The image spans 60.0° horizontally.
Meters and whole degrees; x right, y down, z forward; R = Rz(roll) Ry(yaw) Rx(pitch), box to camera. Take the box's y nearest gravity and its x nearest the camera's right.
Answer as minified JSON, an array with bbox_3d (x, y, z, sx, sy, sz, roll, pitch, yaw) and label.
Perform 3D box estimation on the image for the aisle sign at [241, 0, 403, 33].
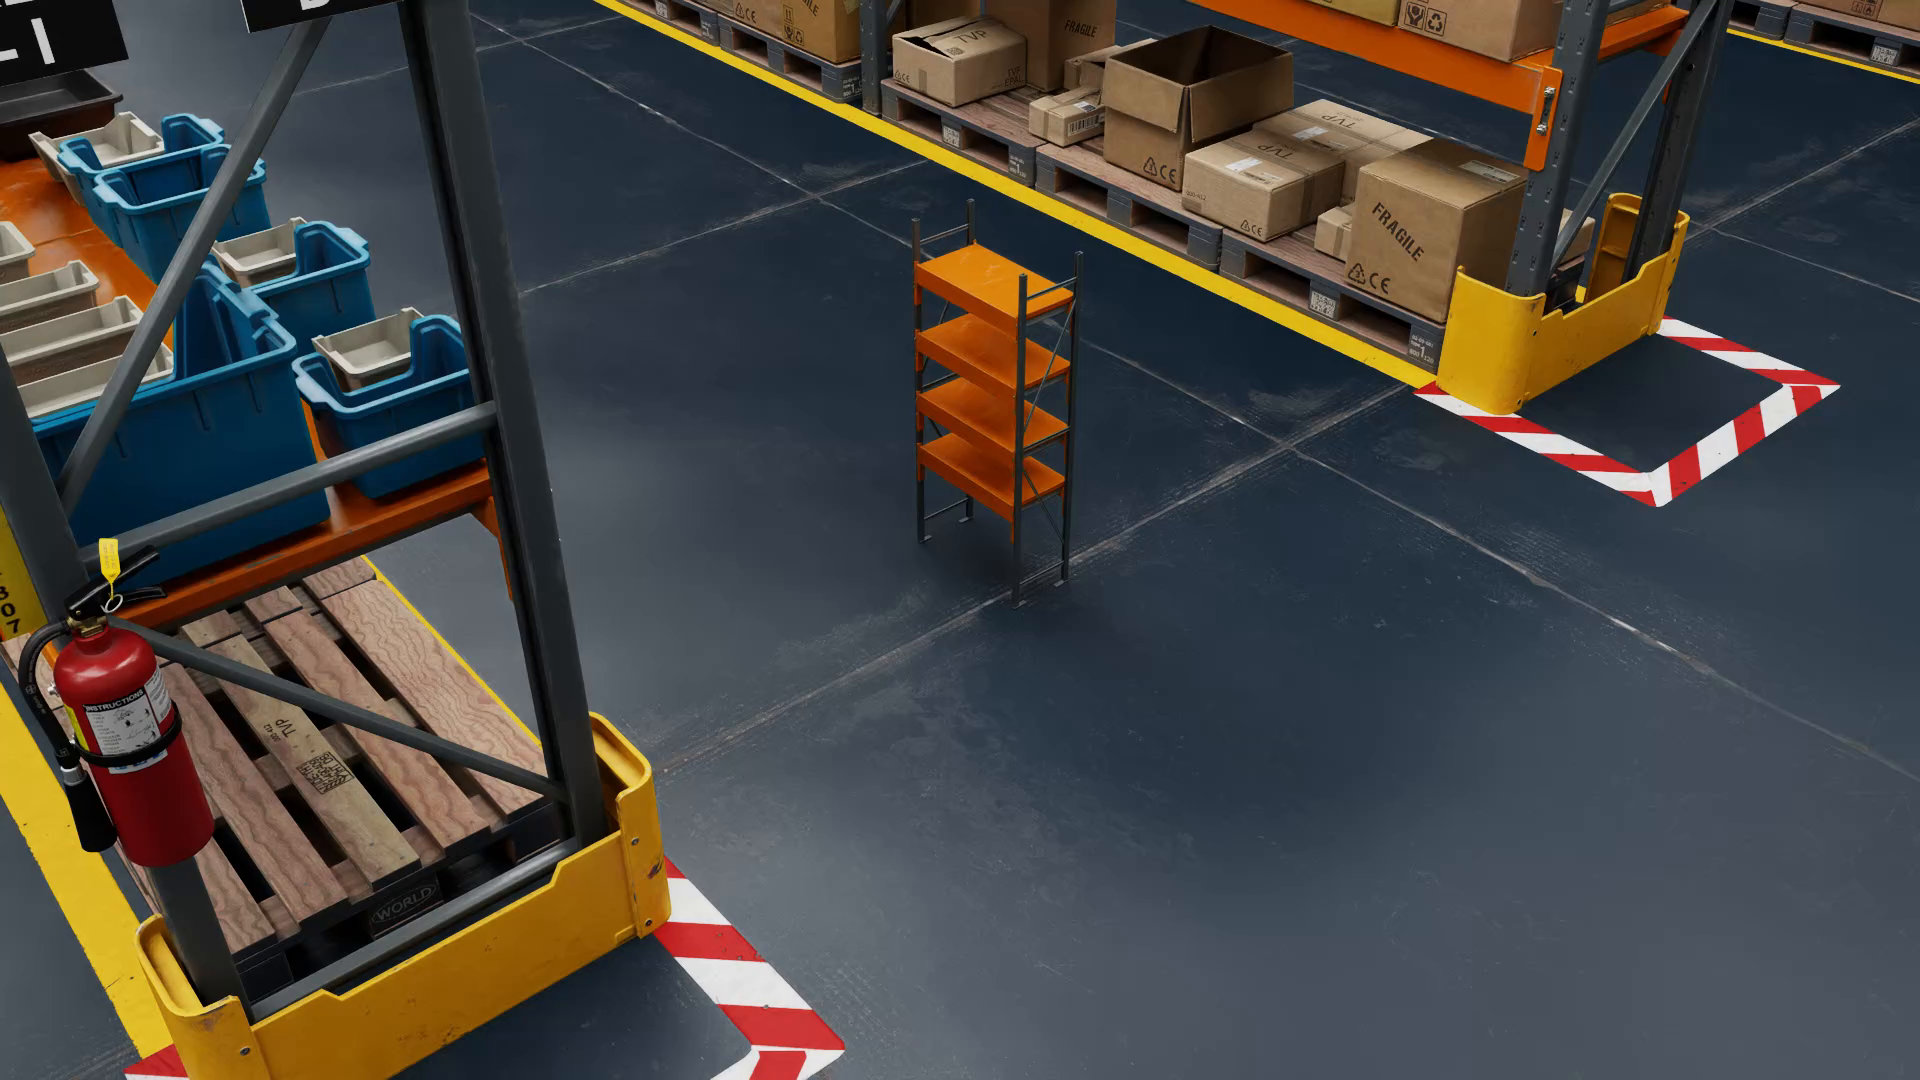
[{"bbox_3d":[-1.040,-1.244,2.662,0.394,0.787,0.004,-26,43,-32],"label":"aisle sign"}]

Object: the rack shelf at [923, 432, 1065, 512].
[{"bbox_3d":[0.107,-0.232,5.431,0.221,0.050,0.457,-26,43,-32],"label":"rack shelf"}]

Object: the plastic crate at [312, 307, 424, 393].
[{"bbox_3d":[-1.365,-0.425,3.931,0.250,0.136,0.298,-26,43,-32],"label":"plastic crate"}]

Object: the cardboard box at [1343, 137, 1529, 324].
[{"bbox_3d":[1.933,-1.257,6.712,0.500,0.500,0.500,-26,43,-32],"label":"cardboard box"}]

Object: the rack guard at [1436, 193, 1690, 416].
[{"bbox_3d":[2.423,-0.963,6.678,1.175,0.500,0.348,-26,43,-32],"label":"rack guard"}]

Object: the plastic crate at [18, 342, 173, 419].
[{"bbox_3d":[-1.978,-0.313,3.773,0.396,0.136,0.243,-26,43,-32],"label":"plastic crate"}]

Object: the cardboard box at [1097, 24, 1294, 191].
[{"bbox_3d":[1.108,-2.049,7.827,0.797,0.503,0.637,-26,43,-32],"label":"cardboard box"}]

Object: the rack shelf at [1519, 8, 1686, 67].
[{"bbox_3d":[1.182,-2.648,7.285,0.919,0.052,3.809,-26,43,-32],"label":"rack shelf"}]

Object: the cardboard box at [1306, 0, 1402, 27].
[{"bbox_3d":[1.638,-2.315,6.336,0.500,0.500,0.500,-26,43,-31],"label":"cardboard box"}]

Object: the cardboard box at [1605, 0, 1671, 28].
[{"bbox_3d":[2.388,-2.285,6.294,0.500,0.500,0.500,-25,42,-31],"label":"cardboard box"}]

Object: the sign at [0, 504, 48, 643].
[{"bbox_3d":[-1.724,0.042,2.955,0.100,0.325,0.005,-26,43,-32],"label":"sign"}]

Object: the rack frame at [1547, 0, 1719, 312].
[{"bbox_3d":[2.475,-1.951,5.910,0.949,2.616,0.053,-26,43,-32],"label":"rack frame"}]

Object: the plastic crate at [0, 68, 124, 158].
[{"bbox_3d":[-2.968,-1.388,5.301,0.437,0.125,0.590,-26,43,-32],"label":"plastic crate"}]

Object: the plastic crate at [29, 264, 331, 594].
[{"bbox_3d":[-1.673,-0.221,3.384,0.616,0.435,0.499,-26,43,-32],"label":"plastic crate"}]

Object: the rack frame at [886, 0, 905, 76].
[{"bbox_3d":[-0.106,-3.717,8.403,0.949,2.616,0.053,-26,43,-32],"label":"rack frame"}]

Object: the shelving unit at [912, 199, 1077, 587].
[{"bbox_3d":[0.105,-0.418,5.301,0.258,1.200,0.499,-26,43,-32],"label":"shelving unit"}]

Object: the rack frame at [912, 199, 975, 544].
[{"bbox_3d":[-0.051,-0.524,5.452,0.240,1.200,0.015,-26,43,-32],"label":"rack frame"}]

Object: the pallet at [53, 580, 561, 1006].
[{"bbox_3d":[-1.816,0.655,4.642,1.003,0.211,1.213,-26,43,-32],"label":"pallet"}]

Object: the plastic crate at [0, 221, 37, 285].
[{"bbox_3d":[-2.558,-0.684,4.297,0.298,0.136,0.250,-26,43,-32],"label":"plastic crate"}]

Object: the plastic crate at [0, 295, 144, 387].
[{"bbox_3d":[-2.154,-0.447,3.962,0.396,0.136,0.243,-26,43,-32],"label":"plastic crate"}]

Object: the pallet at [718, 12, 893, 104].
[{"bbox_3d":[-0.663,-2.923,9.694,1.003,0.211,1.213,-26,43,-32],"label":"pallet"}]

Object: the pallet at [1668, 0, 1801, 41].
[{"bbox_3d":[4.895,-3.523,10.542,1.003,0.211,1.213,-26,43,-32],"label":"pallet"}]

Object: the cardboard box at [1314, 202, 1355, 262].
[{"bbox_3d":[1.741,-1.334,7.109,0.380,0.166,0.250,-26,43,-32],"label":"cardboard box"}]

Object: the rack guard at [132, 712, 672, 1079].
[{"bbox_3d":[-1.288,0.922,4.016,1.175,0.500,0.348,-26,43,-32],"label":"rack guard"}]

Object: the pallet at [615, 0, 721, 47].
[{"bbox_3d":[-1.454,-3.462,10.455,1.003,0.211,1.213,-26,43,-32],"label":"pallet"}]

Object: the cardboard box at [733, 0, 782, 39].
[{"bbox_3d":[-0.959,-3.208,9.466,0.500,0.500,0.500,-26,43,-32],"label":"cardboard box"}]

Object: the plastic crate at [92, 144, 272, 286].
[{"bbox_3d":[-2.071,-0.873,4.481,0.416,0.233,0.300,-26,43,-32],"label":"plastic crate"}]

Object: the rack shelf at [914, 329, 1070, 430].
[{"bbox_3d":[0.107,-0.544,5.210,0.258,0.148,0.480,-26,43,-32],"label":"rack shelf"}]

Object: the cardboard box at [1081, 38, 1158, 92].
[{"bbox_3d":[0.960,-2.321,8.378,0.500,0.311,0.500,-26,43,-32],"label":"cardboard box"}]

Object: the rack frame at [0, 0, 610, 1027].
[{"bbox_3d":[-1.314,-0.104,3.302,1.000,3.000,0.127,-26,43,-32],"label":"rack frame"}]

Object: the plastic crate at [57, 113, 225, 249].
[{"bbox_3d":[-2.265,-1.006,4.668,0.416,0.233,0.300,-26,43,-32],"label":"plastic crate"}]

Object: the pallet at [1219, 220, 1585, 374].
[{"bbox_3d":[-25.776,-11.246,13.843,28.867,8.999,54.027,-26,43,-32],"label":"pallet"}]

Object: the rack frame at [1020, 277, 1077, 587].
[{"bbox_3d":[0.264,-0.309,5.148,0.228,1.046,0.006,-26,43,-32],"label":"rack frame"}]
